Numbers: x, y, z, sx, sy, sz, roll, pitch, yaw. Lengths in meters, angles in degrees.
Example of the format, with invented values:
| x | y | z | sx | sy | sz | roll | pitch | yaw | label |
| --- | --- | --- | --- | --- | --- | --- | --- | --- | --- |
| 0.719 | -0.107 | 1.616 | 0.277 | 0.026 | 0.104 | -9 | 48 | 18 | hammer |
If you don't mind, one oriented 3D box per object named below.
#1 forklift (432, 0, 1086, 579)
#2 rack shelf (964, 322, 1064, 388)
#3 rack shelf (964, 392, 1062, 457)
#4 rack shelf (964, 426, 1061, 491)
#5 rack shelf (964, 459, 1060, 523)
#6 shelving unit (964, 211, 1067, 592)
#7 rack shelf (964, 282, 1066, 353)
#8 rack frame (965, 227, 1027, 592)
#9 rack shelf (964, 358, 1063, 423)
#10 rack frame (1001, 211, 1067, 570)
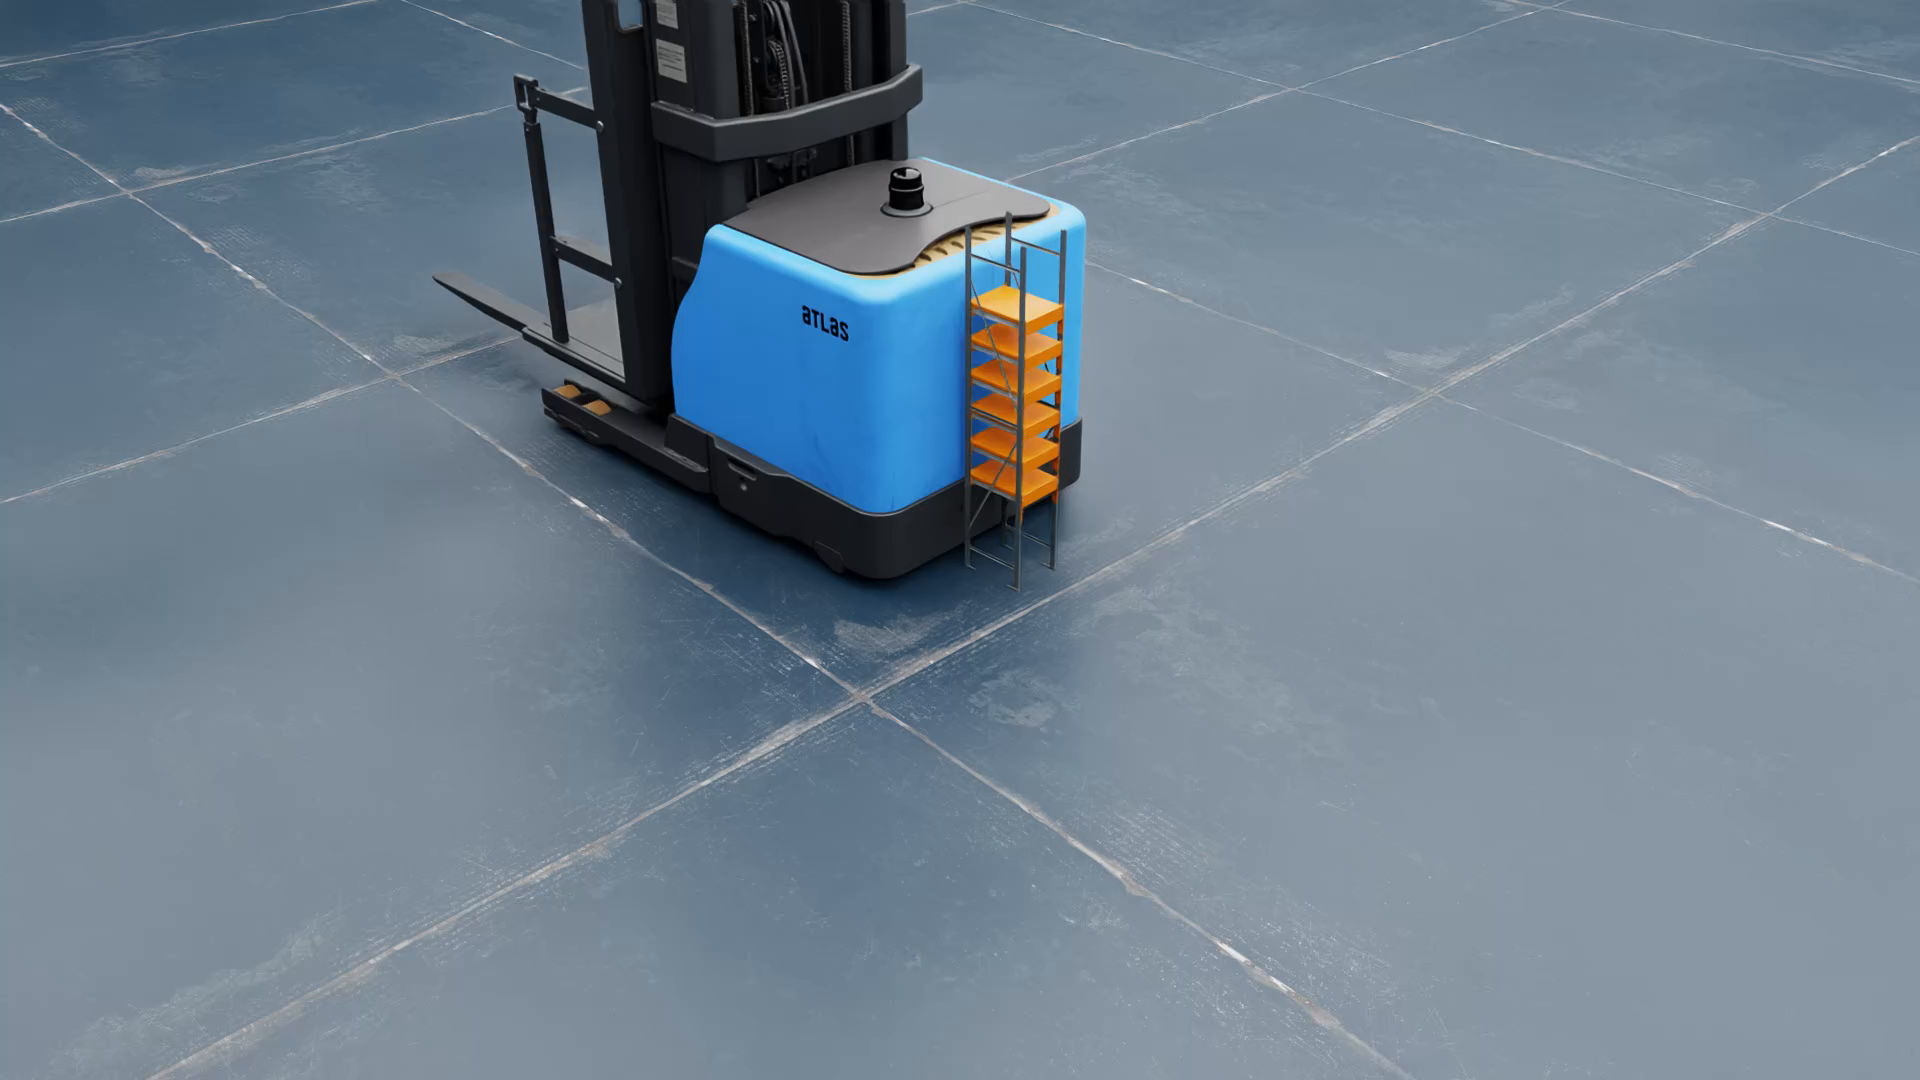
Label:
| x | y | z | sx | sy | sz | roll | pitch | yaw | label |
| --- | --- | --- | --- | --- | --- | --- | --- | --- | --- |
| -0.973 | -1.786 | 5.861 | 3.031 | 2.935 | 1.130 | 27 | 40 | 37 | forklift |
| 0.168 | -0.585 | 5.182 | 0.258 | 0.103 | 0.180 | 26 | 40 | 35 | rack shelf |
| 0.168 | -0.380 | 5.307 | 0.258 | 0.103 | 0.180 | 26 | 40 | 35 | rack shelf |
| 0.168 | -0.278 | 5.370 | 0.258 | 0.103 | 0.180 | 26 | 40 | 35 | rack shelf |
| 0.168 | -0.176 | 5.432 | 0.258 | 0.103 | 0.180 | 26 | 40 | 35 | rack shelf |
| 0.168 | -0.418 | 5.284 | 0.258 | 1.200 | 0.189 | 26 | 40 | 35 | shelving unit |
| 0.168 | -0.687 | 5.119 | 0.258 | 0.103 | 0.180 | 26 | 40 | 35 | rack shelf |
| 0.106 | -0.383 | 5.227 | 0.240 | 1.200 | 0.006 | 26 | 40 | 35 | rack frame |
| 0.168 | -0.483 | 5.244 | 0.258 | 0.103 | 0.180 | 26 | 40 | 35 | rack shelf |
| 0.230 | -0.453 | 5.341 | 0.240 | 1.200 | 0.006 | 26 | 40 | 35 | rack frame |
